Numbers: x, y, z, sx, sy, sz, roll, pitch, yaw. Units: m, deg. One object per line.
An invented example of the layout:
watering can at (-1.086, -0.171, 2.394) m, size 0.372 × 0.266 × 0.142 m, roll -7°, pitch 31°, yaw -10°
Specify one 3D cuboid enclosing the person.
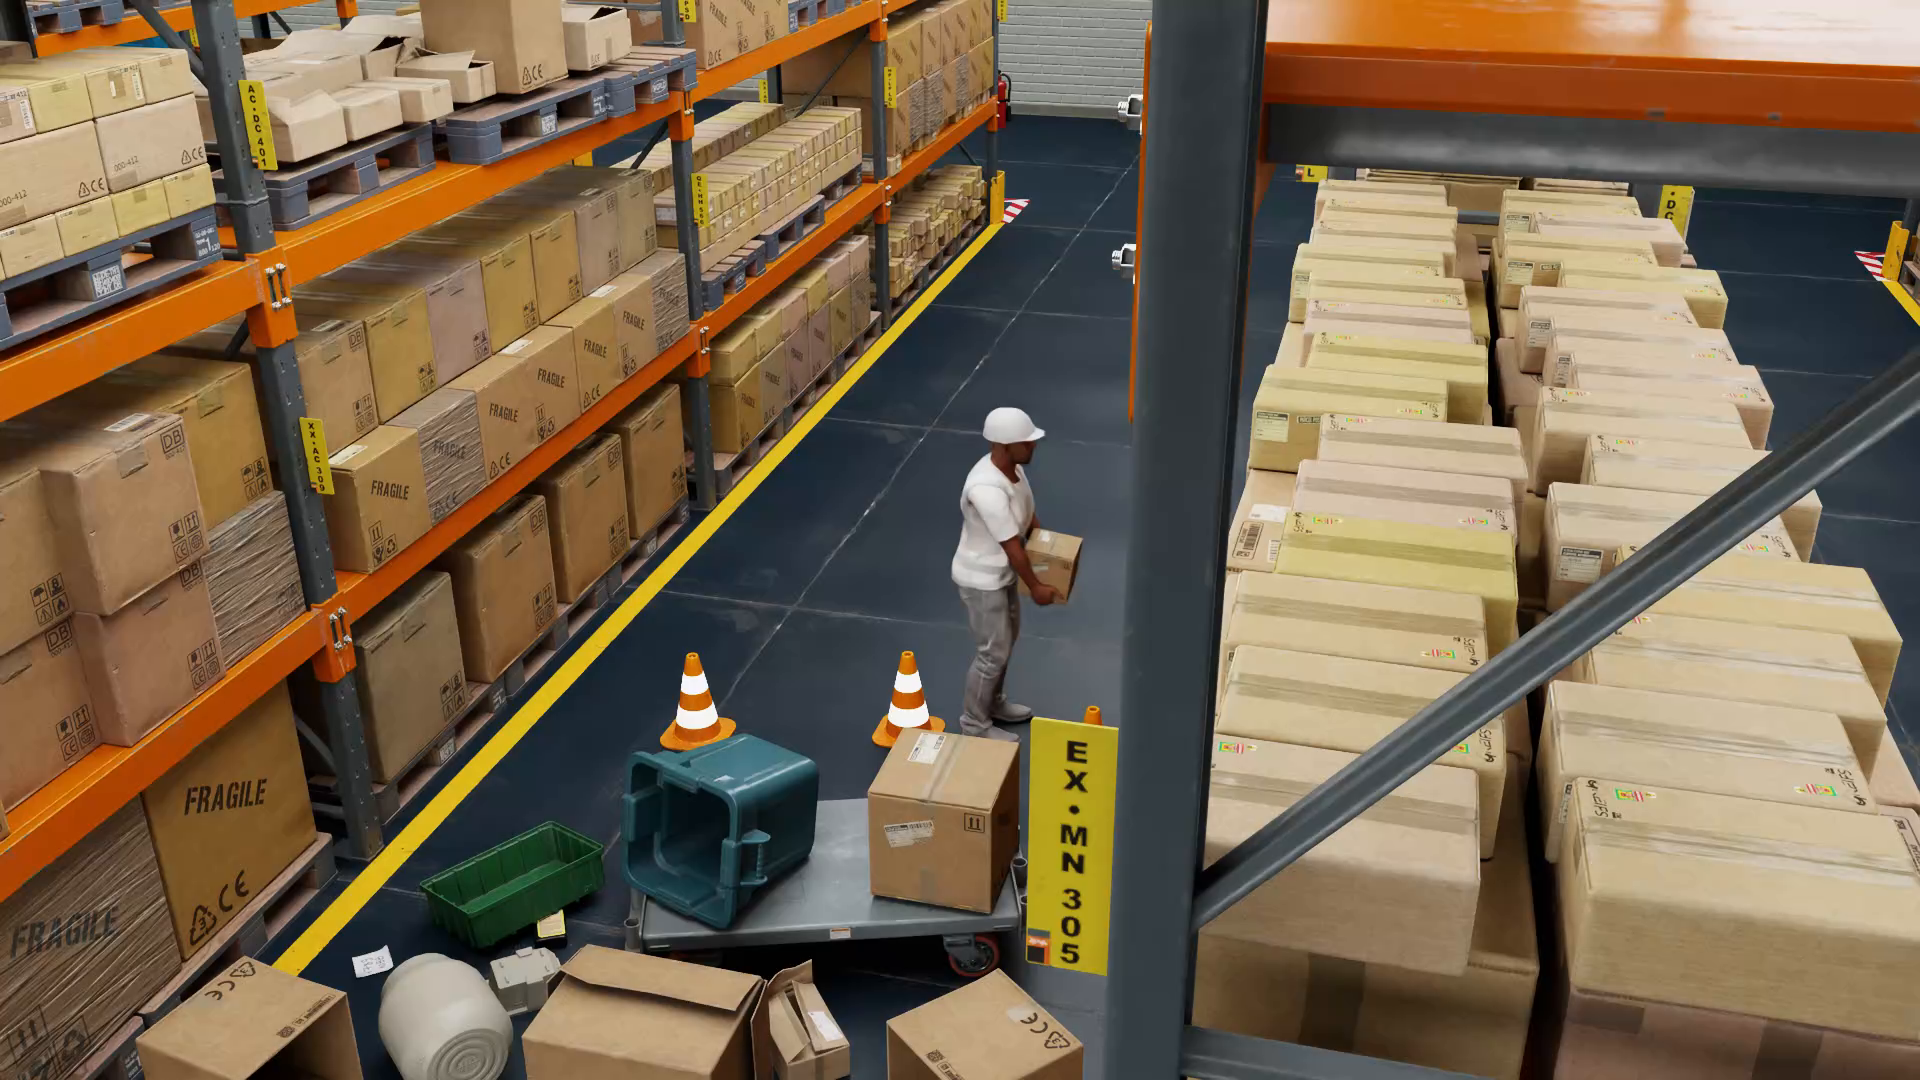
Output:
person at (0.259, 0.179, 8.210) m, size 0.577 × 1.755 × 0.505 m, roll 6°, pitch 26°, yaw 12°
